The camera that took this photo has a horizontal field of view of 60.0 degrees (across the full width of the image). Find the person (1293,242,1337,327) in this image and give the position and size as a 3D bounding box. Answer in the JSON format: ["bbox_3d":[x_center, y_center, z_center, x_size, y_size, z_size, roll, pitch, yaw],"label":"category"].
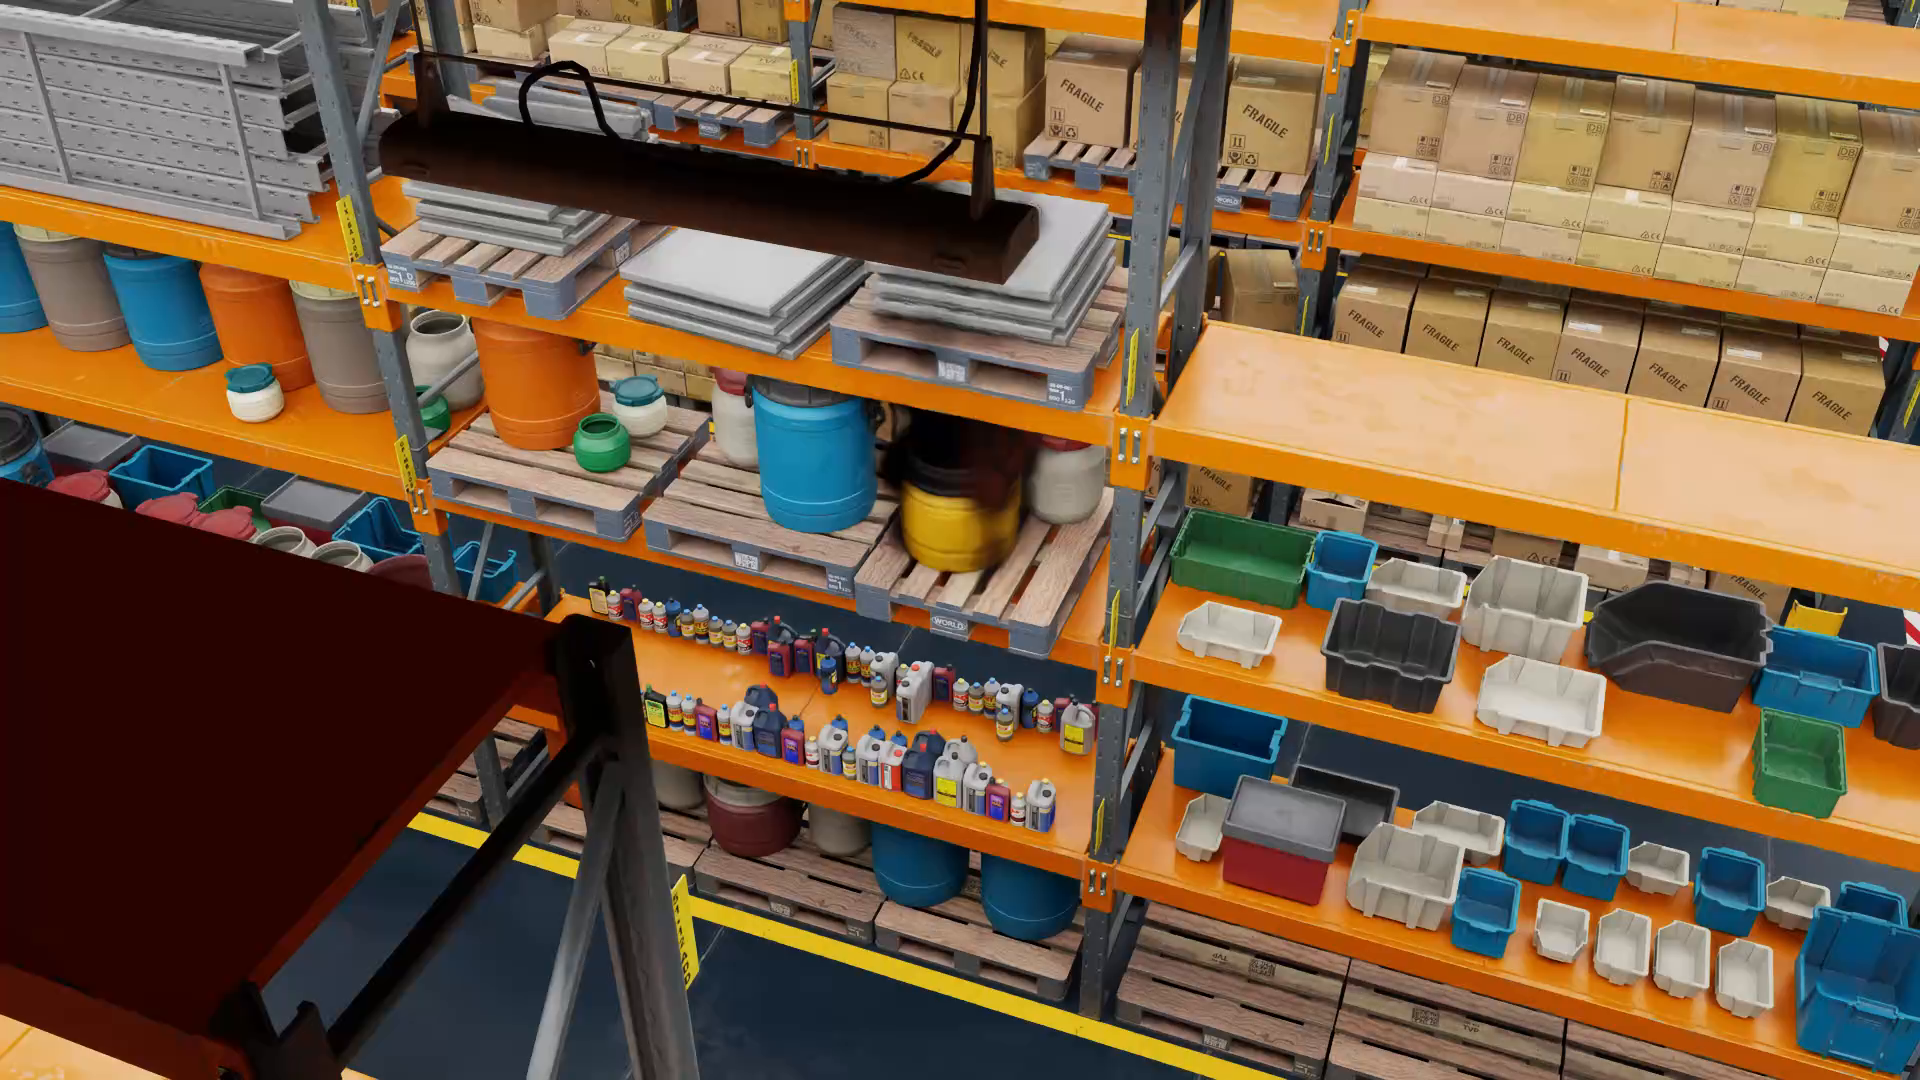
[{"bbox_3d":[3.352,-2.664,15.563,0.583,1.722,0.749,8,37,11],"label":"person"}]
